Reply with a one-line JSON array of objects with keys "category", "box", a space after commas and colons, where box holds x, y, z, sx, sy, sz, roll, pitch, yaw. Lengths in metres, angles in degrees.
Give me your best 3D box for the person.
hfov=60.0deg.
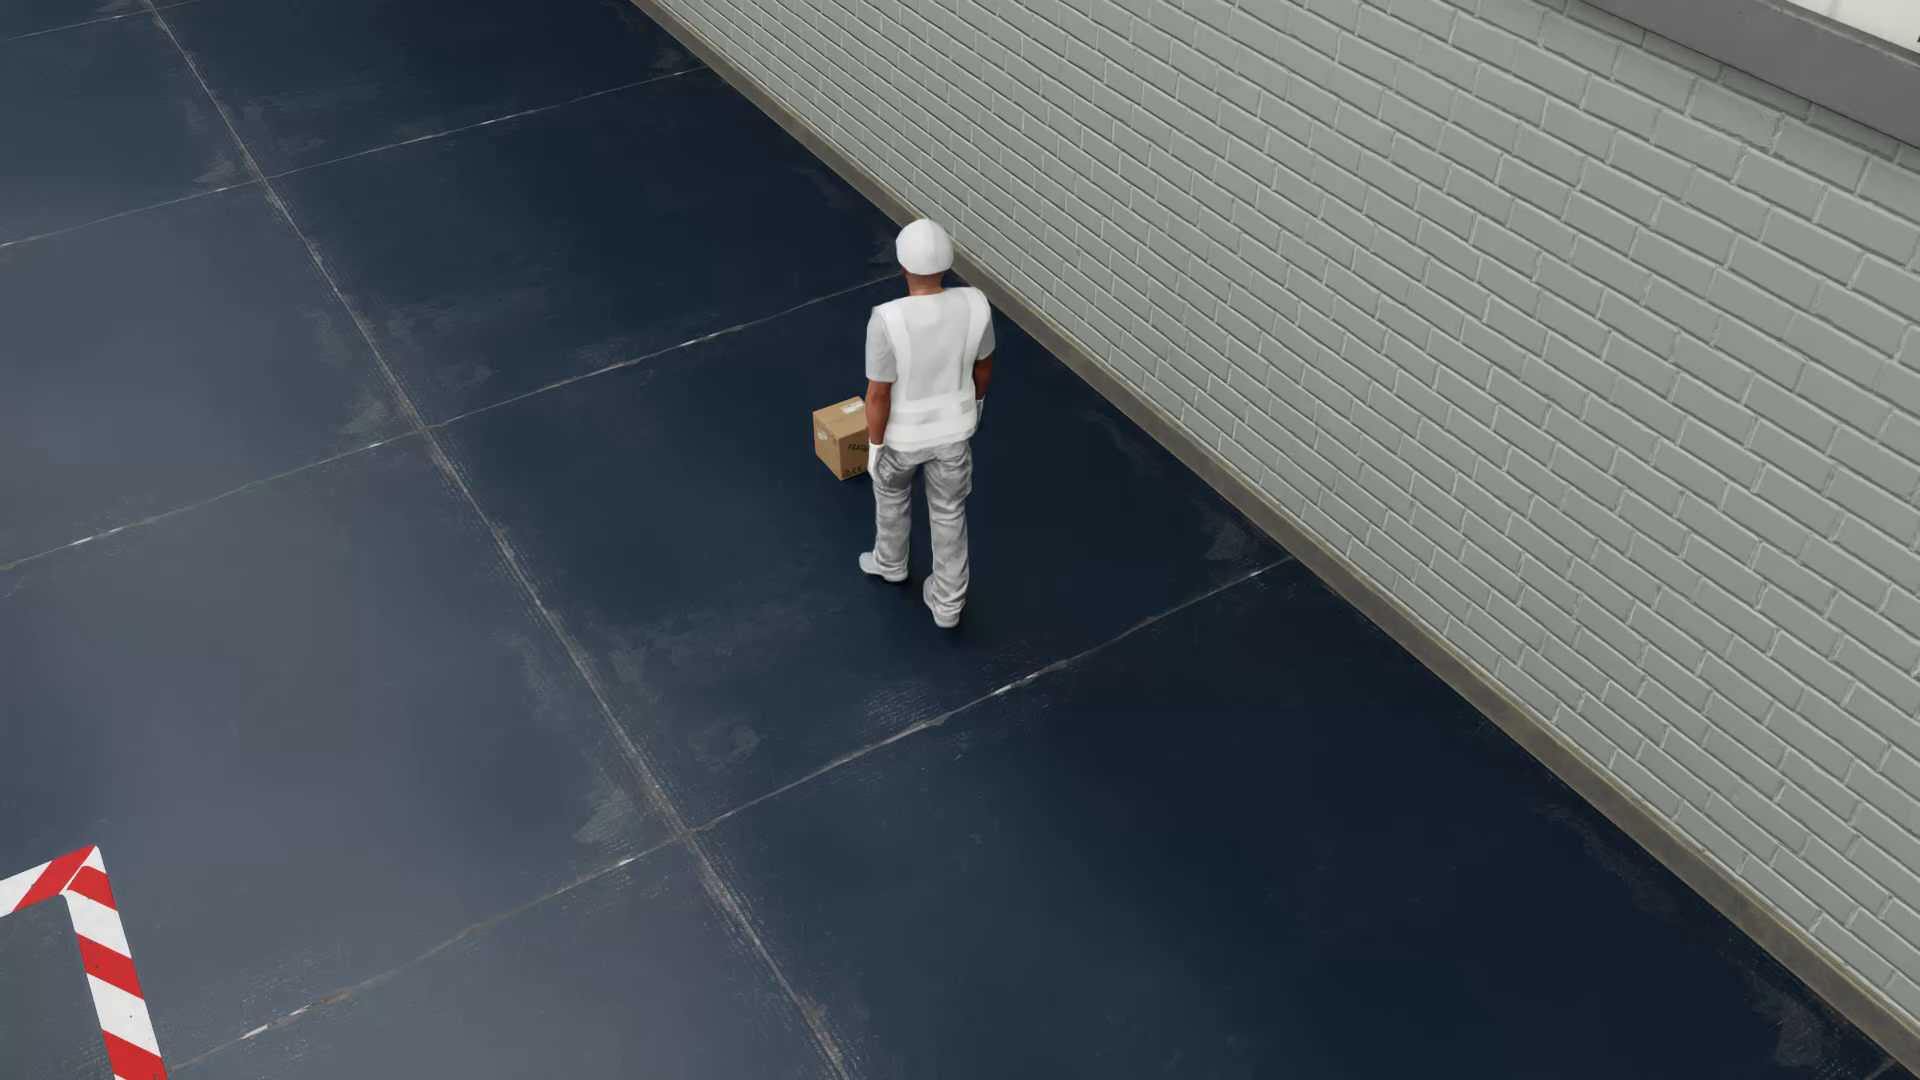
[{"category": "person", "box": [-0.136, -0.460, 6.693, 0.570, 1.823, 0.628, -12, 42, -14]}]
